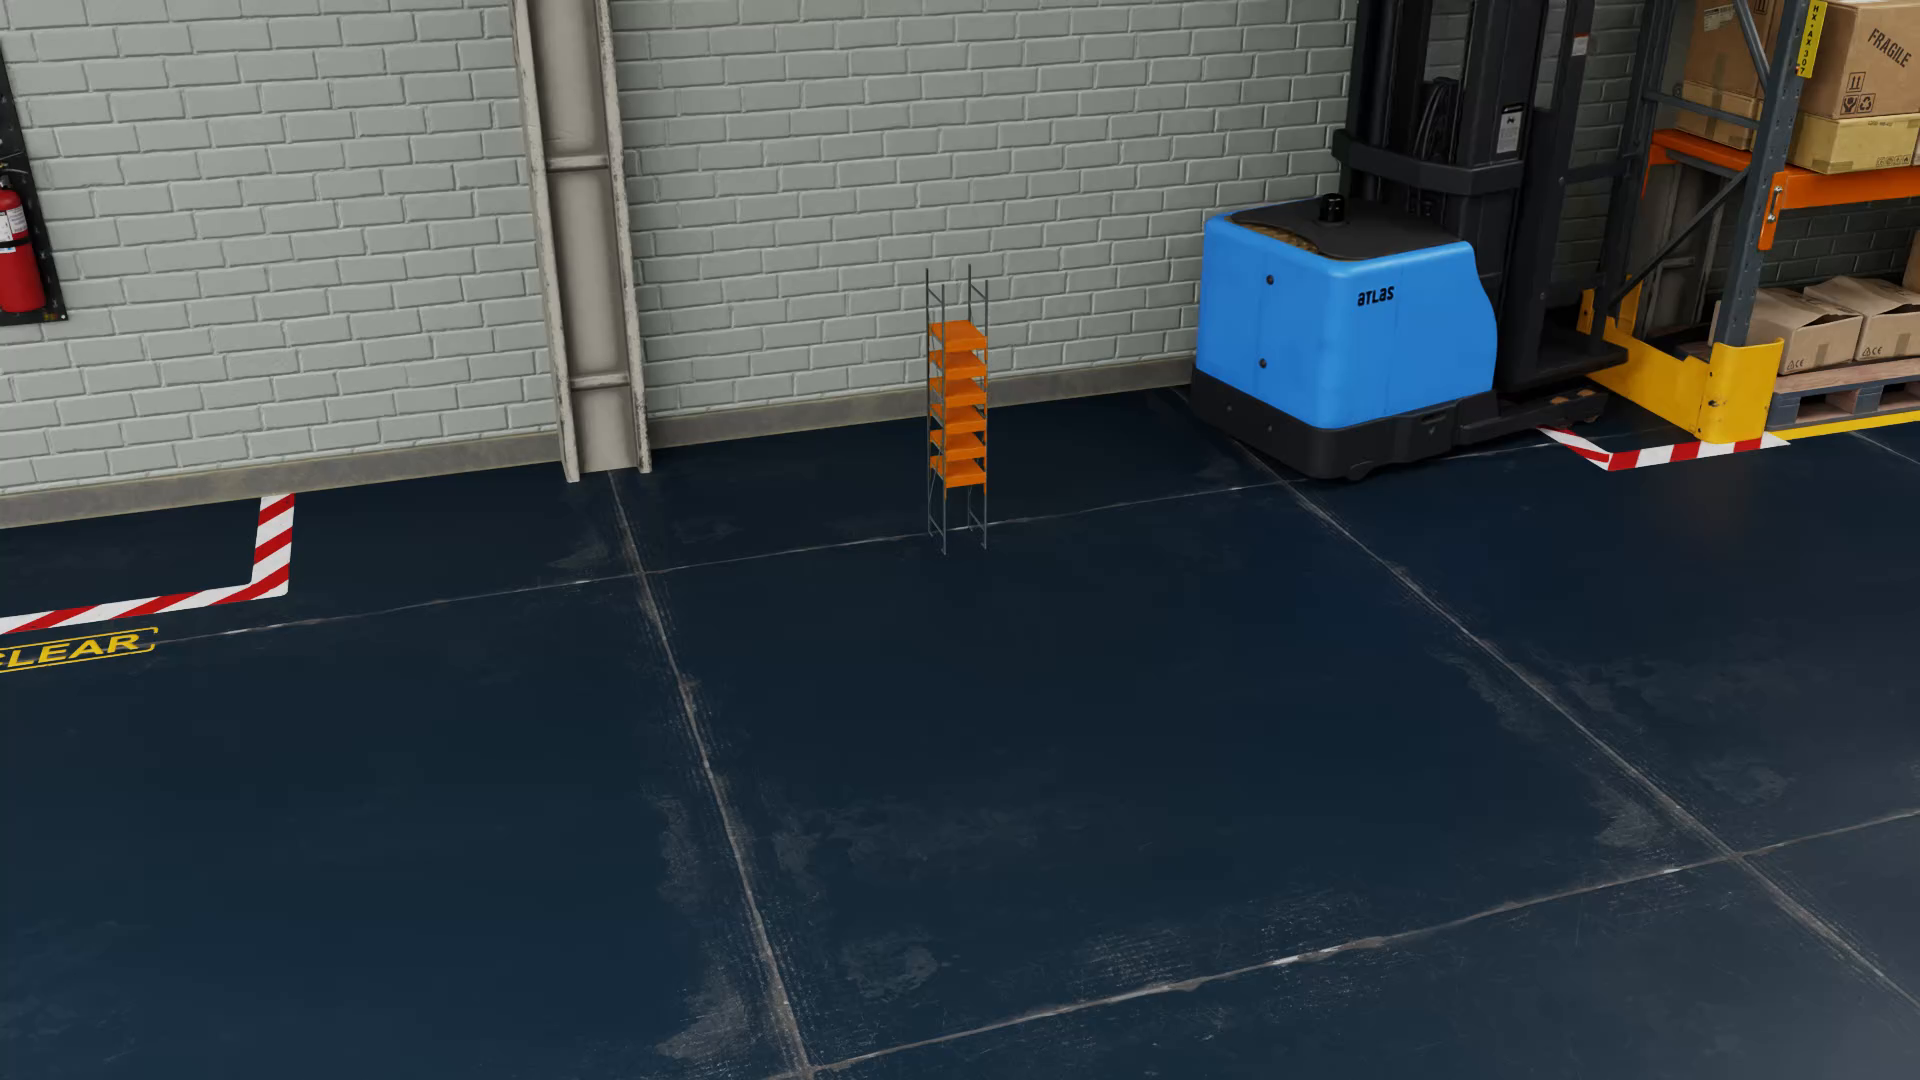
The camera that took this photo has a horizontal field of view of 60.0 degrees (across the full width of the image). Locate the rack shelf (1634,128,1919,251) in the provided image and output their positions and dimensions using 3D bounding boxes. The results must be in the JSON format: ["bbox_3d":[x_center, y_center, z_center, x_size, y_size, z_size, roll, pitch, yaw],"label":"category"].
[{"bbox_3d":[5.512,-2.022,8.759,4.000,0.370,1.077,-8,28,-16],"label":"rack shelf"}]

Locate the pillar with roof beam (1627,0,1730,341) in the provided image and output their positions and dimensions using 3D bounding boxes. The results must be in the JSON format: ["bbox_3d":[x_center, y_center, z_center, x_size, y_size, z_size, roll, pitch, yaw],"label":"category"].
[{"bbox_3d":[5.341,-3.398,3.975,0.400,9.000,9.100,-8,28,-16],"label":"pillar with roof beam"}]

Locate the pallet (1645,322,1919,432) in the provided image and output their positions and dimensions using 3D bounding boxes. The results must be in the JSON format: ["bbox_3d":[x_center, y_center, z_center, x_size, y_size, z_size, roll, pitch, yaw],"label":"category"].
[{"bbox_3d":[4.466,-0.927,8.881,1.213,0.211,1.003,-8,28,-16],"label":"pallet"}]

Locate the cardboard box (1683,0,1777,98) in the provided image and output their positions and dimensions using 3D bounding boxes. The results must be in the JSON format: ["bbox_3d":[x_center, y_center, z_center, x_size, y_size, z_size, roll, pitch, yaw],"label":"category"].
[{"bbox_3d":[3.993,-2.501,8.218,0.500,0.500,0.500,-9,28,-17],"label":"cardboard box"}]

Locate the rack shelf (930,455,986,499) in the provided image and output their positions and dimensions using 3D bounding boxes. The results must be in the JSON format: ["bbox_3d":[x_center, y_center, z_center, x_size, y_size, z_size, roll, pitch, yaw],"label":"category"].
[{"bbox_3d":[-0.014,-0.281,7.106,0.180,0.103,0.258,-8,28,-16],"label":"rack shelf"}]

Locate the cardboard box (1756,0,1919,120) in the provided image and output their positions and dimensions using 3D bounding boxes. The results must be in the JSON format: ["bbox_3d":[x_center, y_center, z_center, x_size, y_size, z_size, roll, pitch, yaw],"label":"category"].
[{"bbox_3d":[4.157,-2.285,7.783,0.500,0.500,0.500,-8,28,-16],"label":"cardboard box"}]

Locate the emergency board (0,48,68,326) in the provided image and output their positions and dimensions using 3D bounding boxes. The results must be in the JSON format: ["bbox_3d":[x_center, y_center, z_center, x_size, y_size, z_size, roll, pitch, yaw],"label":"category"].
[{"bbox_3d":[-4.058,-1.381,6.658,0.643,1.169,0.194,-8,28,-16],"label":"emergency board"}]

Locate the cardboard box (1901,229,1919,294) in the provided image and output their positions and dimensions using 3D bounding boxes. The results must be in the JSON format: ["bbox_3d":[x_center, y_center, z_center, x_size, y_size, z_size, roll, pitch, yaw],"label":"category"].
[{"bbox_3d":[5.551,-1.362,8.937,0.500,0.500,0.700,-10,28,-19],"label":"cardboard box"}]

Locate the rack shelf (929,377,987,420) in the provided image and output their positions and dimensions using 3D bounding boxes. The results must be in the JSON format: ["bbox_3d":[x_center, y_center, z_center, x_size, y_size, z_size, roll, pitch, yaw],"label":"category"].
[{"bbox_3d":[-0.014,-0.603,6.946,0.180,0.103,0.258,-8,28,-16],"label":"rack shelf"}]

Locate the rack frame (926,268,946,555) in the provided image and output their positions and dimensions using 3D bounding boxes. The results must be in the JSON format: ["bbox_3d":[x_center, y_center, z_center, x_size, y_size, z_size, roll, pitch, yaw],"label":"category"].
[{"bbox_3d":[-0.101,-0.523,6.954,0.006,1.200,0.240,-8,28,-16],"label":"rack frame"}]

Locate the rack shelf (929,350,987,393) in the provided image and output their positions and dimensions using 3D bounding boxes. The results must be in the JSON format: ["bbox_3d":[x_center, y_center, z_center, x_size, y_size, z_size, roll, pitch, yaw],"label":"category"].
[{"bbox_3d":[-0.014,-0.711,6.892,0.180,0.103,0.258,-8,28,-16],"label":"rack shelf"}]

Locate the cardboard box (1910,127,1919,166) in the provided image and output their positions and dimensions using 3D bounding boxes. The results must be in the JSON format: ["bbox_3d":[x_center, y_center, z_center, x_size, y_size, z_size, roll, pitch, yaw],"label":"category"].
[{"bbox_3d":[4.662,-2.021,8.094,0.500,0.250,0.500,-9,28,-18],"label":"cardboard box"}]

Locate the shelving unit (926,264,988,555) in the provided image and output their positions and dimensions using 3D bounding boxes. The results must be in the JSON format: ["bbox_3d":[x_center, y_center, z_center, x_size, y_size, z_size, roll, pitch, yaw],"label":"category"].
[{"bbox_3d":[-0.014,-0.535,6.979,0.189,1.200,0.258,-8,28,-16],"label":"shelving unit"}]

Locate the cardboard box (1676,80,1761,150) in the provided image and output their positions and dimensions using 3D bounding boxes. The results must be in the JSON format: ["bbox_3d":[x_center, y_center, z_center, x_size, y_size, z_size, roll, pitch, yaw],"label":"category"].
[{"bbox_3d":[3.995,-2.157,8.368,0.500,0.250,0.500,-8,27,-15],"label":"cardboard box"}]

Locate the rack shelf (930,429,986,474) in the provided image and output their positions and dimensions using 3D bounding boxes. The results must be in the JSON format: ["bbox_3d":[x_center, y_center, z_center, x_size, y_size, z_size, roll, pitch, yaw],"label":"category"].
[{"bbox_3d":[-0.014,-0.388,7.052,0.180,0.103,0.258,-8,28,-16],"label":"rack shelf"}]

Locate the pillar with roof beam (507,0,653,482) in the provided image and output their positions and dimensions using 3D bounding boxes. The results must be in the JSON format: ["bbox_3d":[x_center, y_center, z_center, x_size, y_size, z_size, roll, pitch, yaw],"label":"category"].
[{"bbox_3d":[-0.364,-2.572,2.310,0.400,9.000,9.100,-8,28,-16],"label":"pillar with roof beam"}]

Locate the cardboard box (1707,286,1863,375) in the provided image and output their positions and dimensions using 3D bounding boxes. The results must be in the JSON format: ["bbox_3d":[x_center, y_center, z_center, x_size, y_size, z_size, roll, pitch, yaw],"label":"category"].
[{"bbox_3d":[4.296,-1.119,8.660,0.500,0.311,0.500,-12,29,-22],"label":"cardboard box"}]

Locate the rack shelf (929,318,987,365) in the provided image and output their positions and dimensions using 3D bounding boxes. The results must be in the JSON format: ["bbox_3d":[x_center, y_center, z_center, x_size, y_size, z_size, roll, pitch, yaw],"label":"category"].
[{"bbox_3d":[-0.014,-0.818,6.839,0.180,0.103,0.258,-8,28,-16],"label":"rack shelf"}]

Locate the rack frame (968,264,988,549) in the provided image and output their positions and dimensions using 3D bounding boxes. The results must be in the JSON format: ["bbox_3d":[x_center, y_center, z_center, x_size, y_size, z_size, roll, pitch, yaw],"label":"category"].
[{"bbox_3d":[0.073,-0.548,7.005,0.006,1.200,0.240,-8,28,-16],"label":"rack frame"}]

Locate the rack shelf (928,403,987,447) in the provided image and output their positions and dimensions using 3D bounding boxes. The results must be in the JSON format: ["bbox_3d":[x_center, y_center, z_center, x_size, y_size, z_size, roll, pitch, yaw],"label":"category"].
[{"bbox_3d":[-0.014,-0.496,6.999,0.180,0.103,0.258,-8,28,-16],"label":"rack shelf"}]

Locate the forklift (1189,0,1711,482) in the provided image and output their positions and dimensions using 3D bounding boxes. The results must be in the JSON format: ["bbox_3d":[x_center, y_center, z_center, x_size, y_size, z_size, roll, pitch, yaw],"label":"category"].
[{"bbox_3d":[2.691,-2.053,8.088,3.031,2.935,1.130,-15,30,-27],"label":"forklift"}]

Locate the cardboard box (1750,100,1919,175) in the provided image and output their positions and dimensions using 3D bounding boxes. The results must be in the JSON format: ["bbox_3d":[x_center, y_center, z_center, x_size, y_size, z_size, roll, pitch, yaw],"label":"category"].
[{"bbox_3d":[4.173,-1.944,7.938,0.500,0.250,0.500,-9,28,-18],"label":"cardboard box"}]

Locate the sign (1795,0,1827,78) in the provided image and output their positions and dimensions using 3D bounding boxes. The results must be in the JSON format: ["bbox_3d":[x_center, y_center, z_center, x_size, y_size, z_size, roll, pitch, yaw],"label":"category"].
[{"bbox_3d":[3.779,-2.227,7.390,0.005,0.325,0.100,-8,28,-16],"label":"sign"}]

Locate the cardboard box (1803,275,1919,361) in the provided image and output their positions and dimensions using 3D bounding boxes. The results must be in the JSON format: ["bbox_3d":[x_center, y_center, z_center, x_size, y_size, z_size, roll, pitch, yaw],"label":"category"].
[{"bbox_3d":[4.838,-1.197,8.818,0.500,0.311,0.500,-6,27,-12],"label":"cardboard box"}]

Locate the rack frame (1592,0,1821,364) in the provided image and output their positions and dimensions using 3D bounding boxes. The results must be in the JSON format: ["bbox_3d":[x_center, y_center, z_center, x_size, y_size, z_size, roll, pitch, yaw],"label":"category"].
[{"bbox_3d":[3.610,-2.069,8.044,0.127,3.000,1.000,-8,28,-16],"label":"rack frame"}]

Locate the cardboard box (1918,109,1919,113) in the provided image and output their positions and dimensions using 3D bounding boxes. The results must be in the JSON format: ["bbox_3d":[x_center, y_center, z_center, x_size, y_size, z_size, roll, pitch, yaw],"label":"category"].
[{"bbox_3d":[4.630,-2.349,7.911,0.500,0.500,0.500,-8,28,-16],"label":"cardboard box"}]

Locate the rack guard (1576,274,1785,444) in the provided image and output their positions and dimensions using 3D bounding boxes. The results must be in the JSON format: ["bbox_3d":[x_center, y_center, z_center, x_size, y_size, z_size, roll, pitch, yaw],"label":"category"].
[{"bbox_3d":[3.683,-0.960,8.621,0.348,0.500,1.175,-8,28,-16],"label":"rack guard"}]
